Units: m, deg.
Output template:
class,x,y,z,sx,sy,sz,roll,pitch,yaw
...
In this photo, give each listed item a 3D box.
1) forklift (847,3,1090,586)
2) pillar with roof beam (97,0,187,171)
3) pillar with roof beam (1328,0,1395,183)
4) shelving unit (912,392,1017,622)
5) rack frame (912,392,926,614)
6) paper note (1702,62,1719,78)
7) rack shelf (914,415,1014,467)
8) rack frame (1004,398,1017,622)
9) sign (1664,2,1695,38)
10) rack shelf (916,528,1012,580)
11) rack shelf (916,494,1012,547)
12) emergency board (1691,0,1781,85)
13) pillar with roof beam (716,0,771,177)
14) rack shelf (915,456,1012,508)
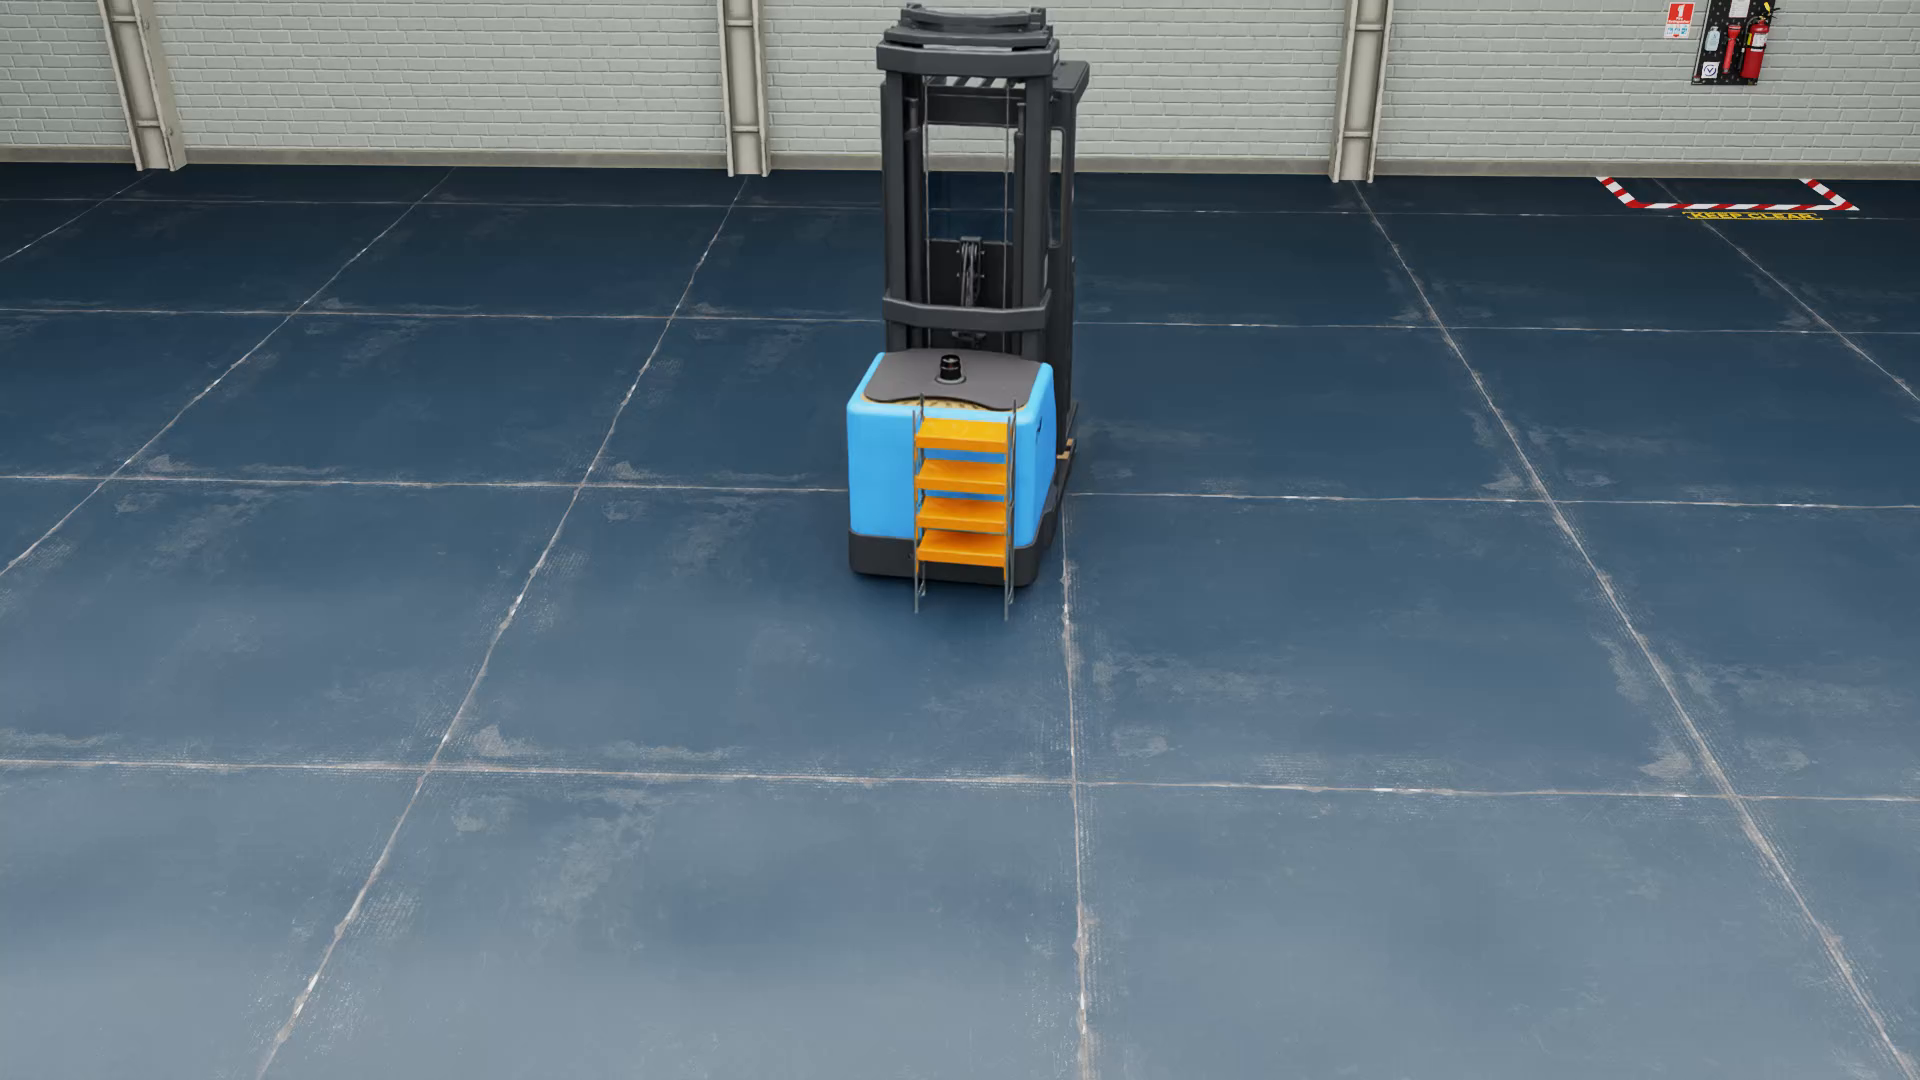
class,x,y,z,sx,sy,sz,roll,pitch,yaw
forklift,0.144,-1.710,9.846,1.130,2.935,3.031,5,28,9
pillar with roof beam,-8.262,-5.760,11.008,0.400,9.000,9.100,1,28,2
pillar with roof beam,3.730,-5.562,10.634,0.400,9.000,9.100,1,28,2
shelving unit,0.025,-0.166,8.782,0.503,1.200,0.258,5,28,8
rack frame,-0.216,-0.185,8.817,0.015,1.200,0.240,5,28,8
paper note,7.236,-4.532,16.037,0.142,0.148,0.016,1,28,2
rack shelf,0.025,-0.513,8.597,0.480,0.148,0.258,5,28,8
rack frame,0.265,-0.147,8.746,0.015,1.200,0.240,5,28,8
sign,6.861,-4.959,15.864,0.234,0.329,0.001,1,28,2
rack shelf,0.025,0.069,8.906,0.480,0.148,0.258,5,28,8
rack shelf,0.025,-0.106,8.813,0.480,0.148,0.258,5,28,8
emergency board,7.410,-4.886,15.764,0.643,1.169,0.194,1,28,2
pillar with roof beam,-2.266,-5.661,10.821,0.400,9.000,9.100,1,28,2
rack shelf,0.025,-0.304,8.708,0.480,0.148,0.258,5,28,8
